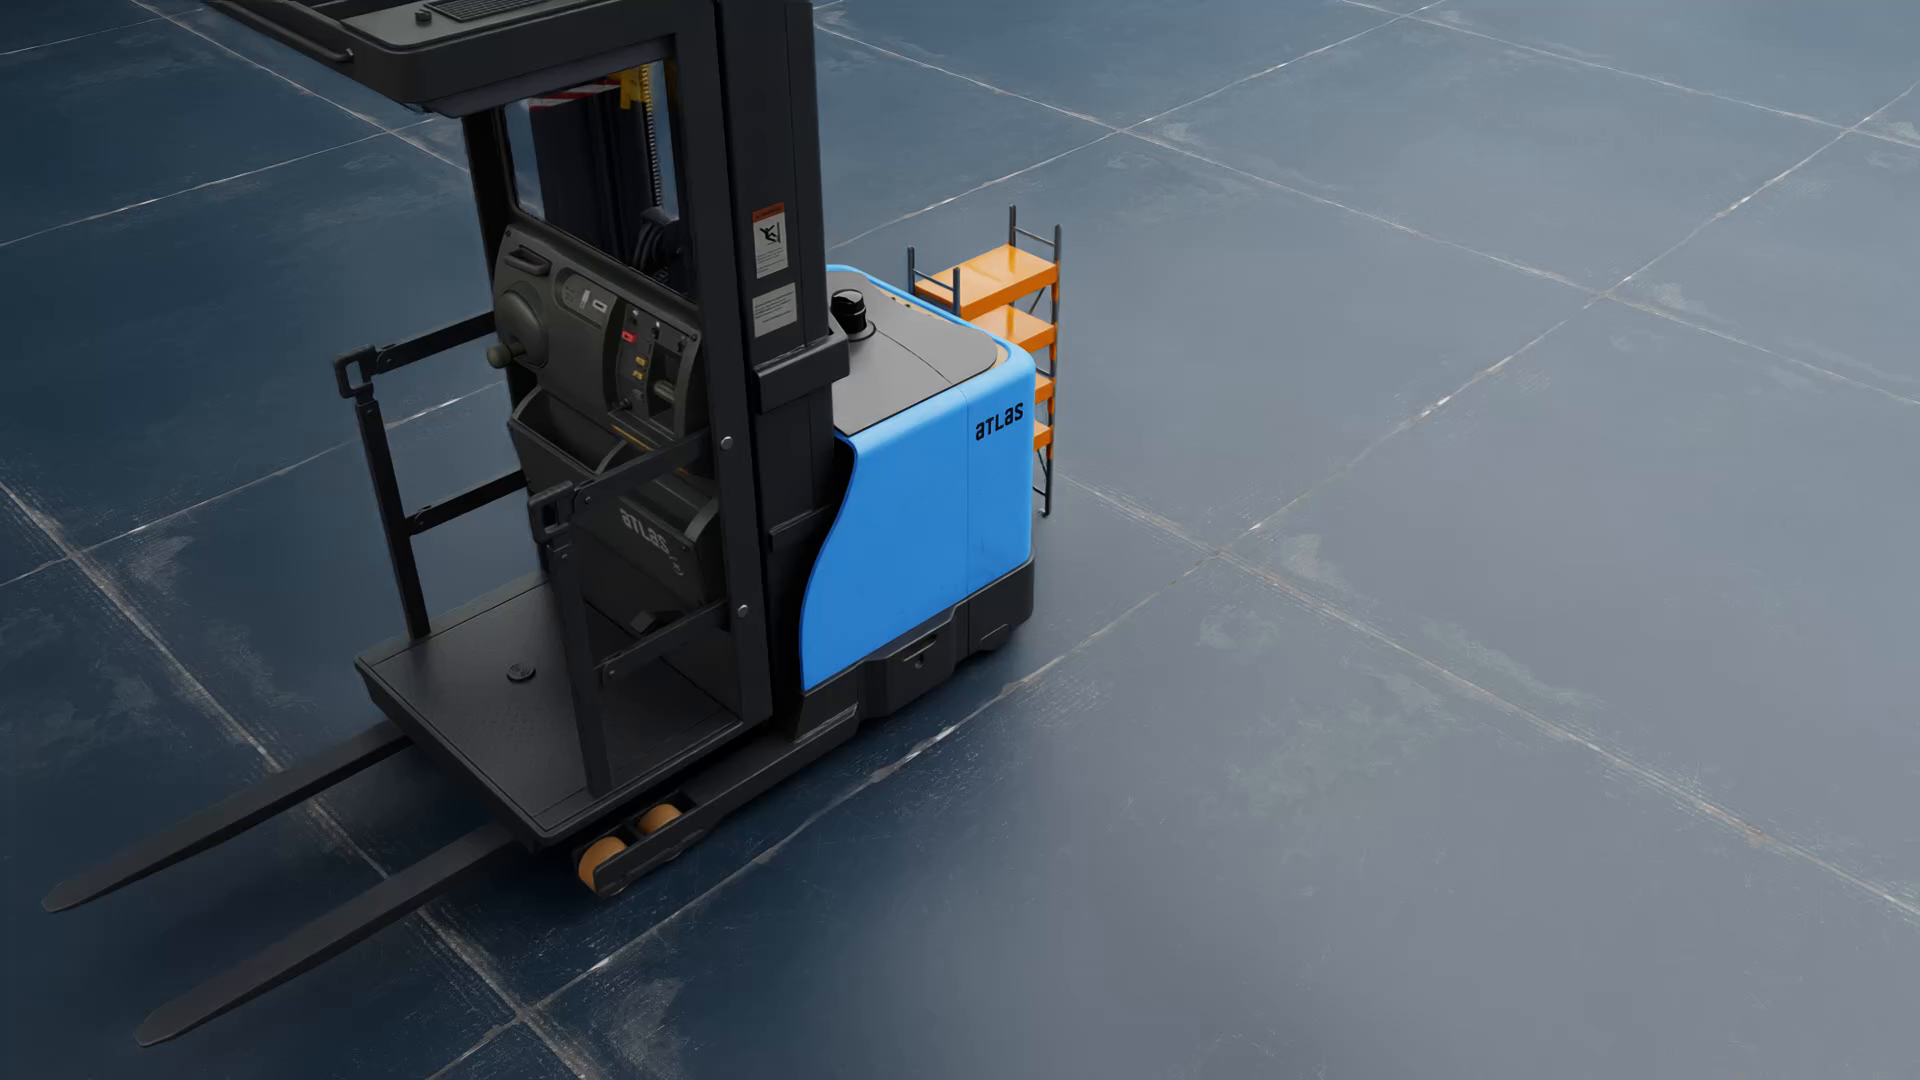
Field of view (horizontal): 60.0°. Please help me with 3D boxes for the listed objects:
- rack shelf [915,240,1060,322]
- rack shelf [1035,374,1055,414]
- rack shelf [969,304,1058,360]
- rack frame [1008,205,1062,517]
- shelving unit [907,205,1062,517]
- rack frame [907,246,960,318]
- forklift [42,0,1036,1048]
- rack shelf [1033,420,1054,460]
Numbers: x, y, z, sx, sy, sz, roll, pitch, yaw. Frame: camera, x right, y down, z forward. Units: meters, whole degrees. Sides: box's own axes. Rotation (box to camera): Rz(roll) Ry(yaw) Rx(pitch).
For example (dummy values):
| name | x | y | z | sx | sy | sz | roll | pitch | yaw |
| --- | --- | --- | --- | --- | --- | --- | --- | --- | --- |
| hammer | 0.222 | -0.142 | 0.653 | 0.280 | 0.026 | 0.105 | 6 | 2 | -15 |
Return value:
| name | x | y | z | sx | sy | sz | roll | pitch | yaw |
| --- | --- | --- | --- | --- | --- | --- | --- | --- | --- |
| rack shelf | 0.087 | -0.859 | 5.746 | 0.480 | 0.148 | 0.258 | -29 | 44 | -35 |
| rack shelf | 0.087 | -0.482 | 6.009 | 0.480 | 0.148 | 0.258 | -29 | 44 | -35 |
| rack shelf | 0.087 | -0.665 | 5.881 | 0.480 | 0.148 | 0.258 | -29 | 44 | -35 |
| rack frame | 0.262 | -0.634 | 6.110 | 0.015 | 1.200 | 0.240 | -29 | 44 | -35 |
| shelving unit | 0.087 | -0.537 | 5.971 | 0.503 | 1.200 | 0.258 | -29 | 44 | -35 |
| rack frame | -0.088 | -0.439 | 5.831 | 0.015 | 1.200 | 0.240 | -29 | 44 | -35 |
| forklift | -1.153 | -0.516 | 4.427 | 3.031 | 2.935 | 1.130 | -29 | 44 | -35 |
| rack shelf | 0.087 | -0.319 | 6.123 | 0.480 | 0.148 | 0.258 | -29 | 44 | -35 |
